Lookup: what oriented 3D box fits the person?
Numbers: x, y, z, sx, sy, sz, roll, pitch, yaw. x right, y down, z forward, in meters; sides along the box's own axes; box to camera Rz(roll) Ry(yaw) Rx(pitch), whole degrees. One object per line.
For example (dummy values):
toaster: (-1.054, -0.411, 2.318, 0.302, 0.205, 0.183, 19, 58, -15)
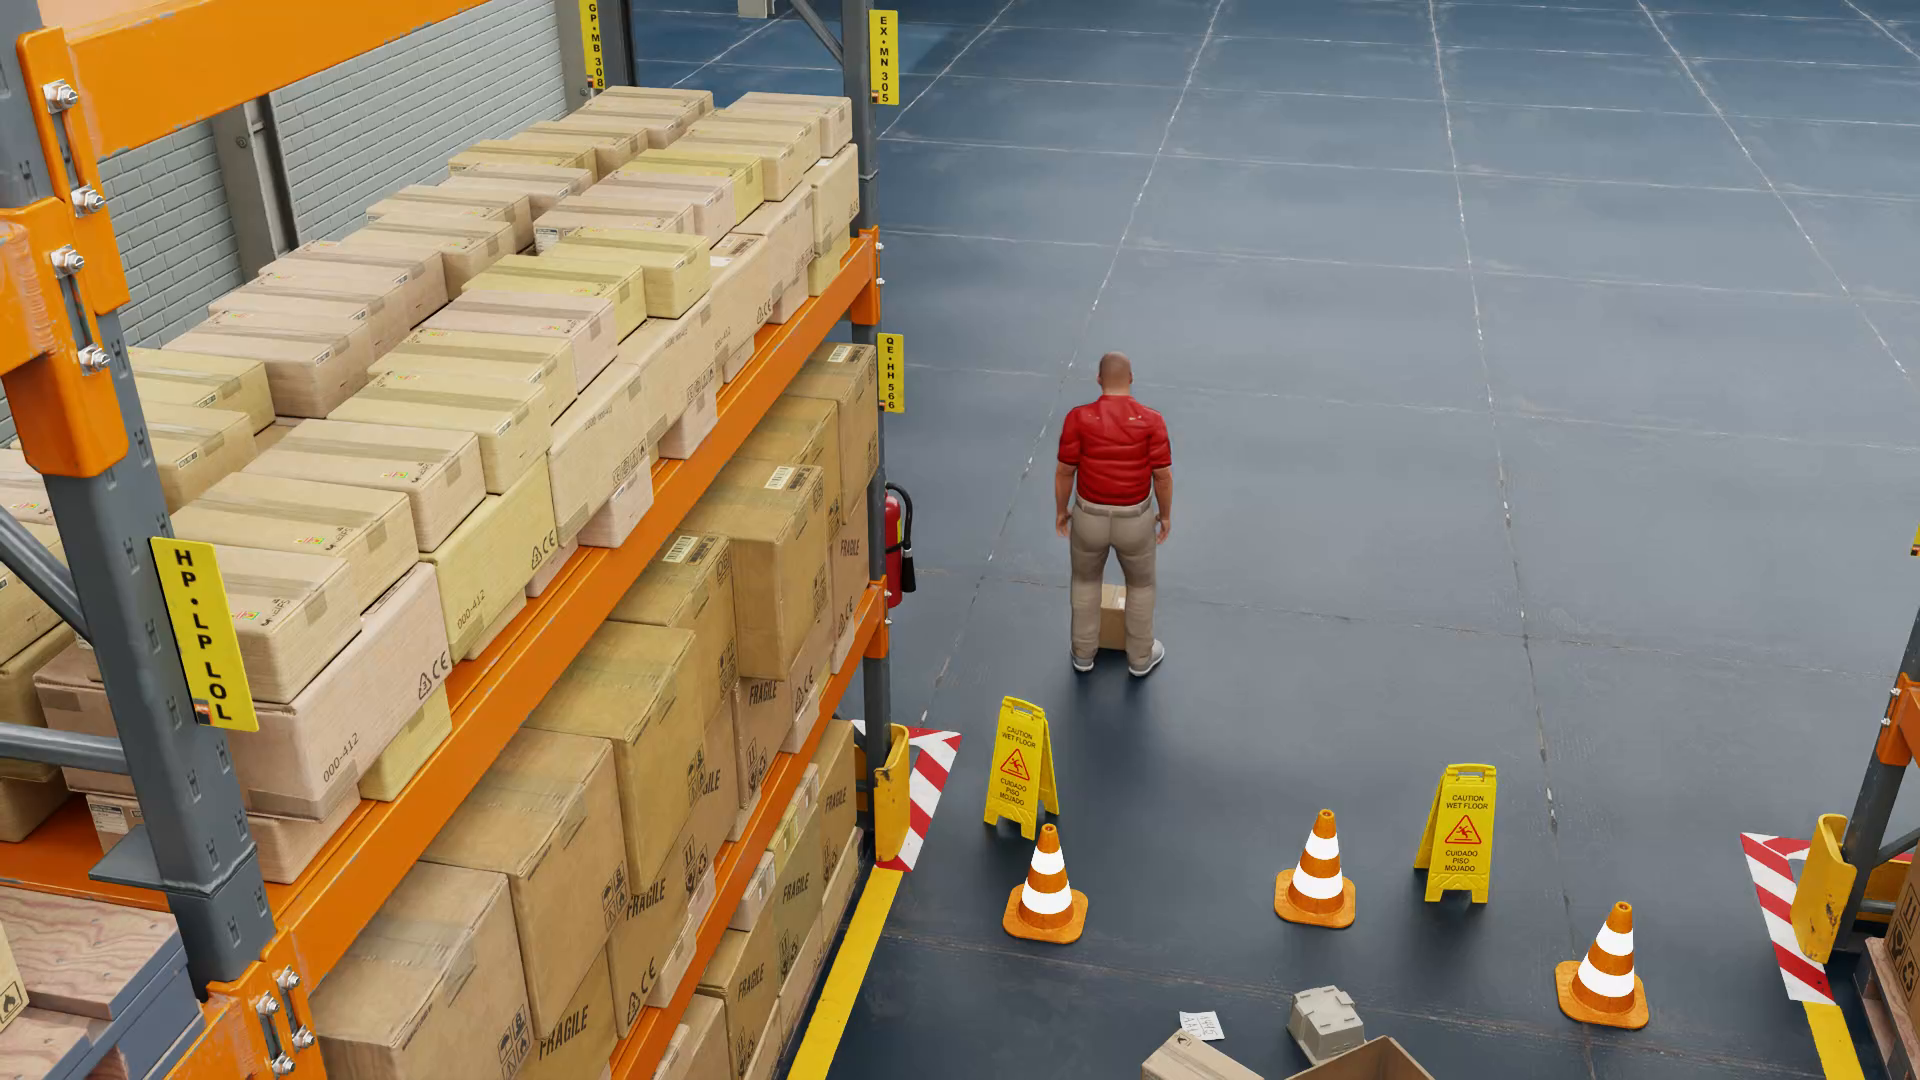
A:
person: (0.771, -0.115, 8.351, 0.597, 1.725, 0.393, 4, 29, 8)
